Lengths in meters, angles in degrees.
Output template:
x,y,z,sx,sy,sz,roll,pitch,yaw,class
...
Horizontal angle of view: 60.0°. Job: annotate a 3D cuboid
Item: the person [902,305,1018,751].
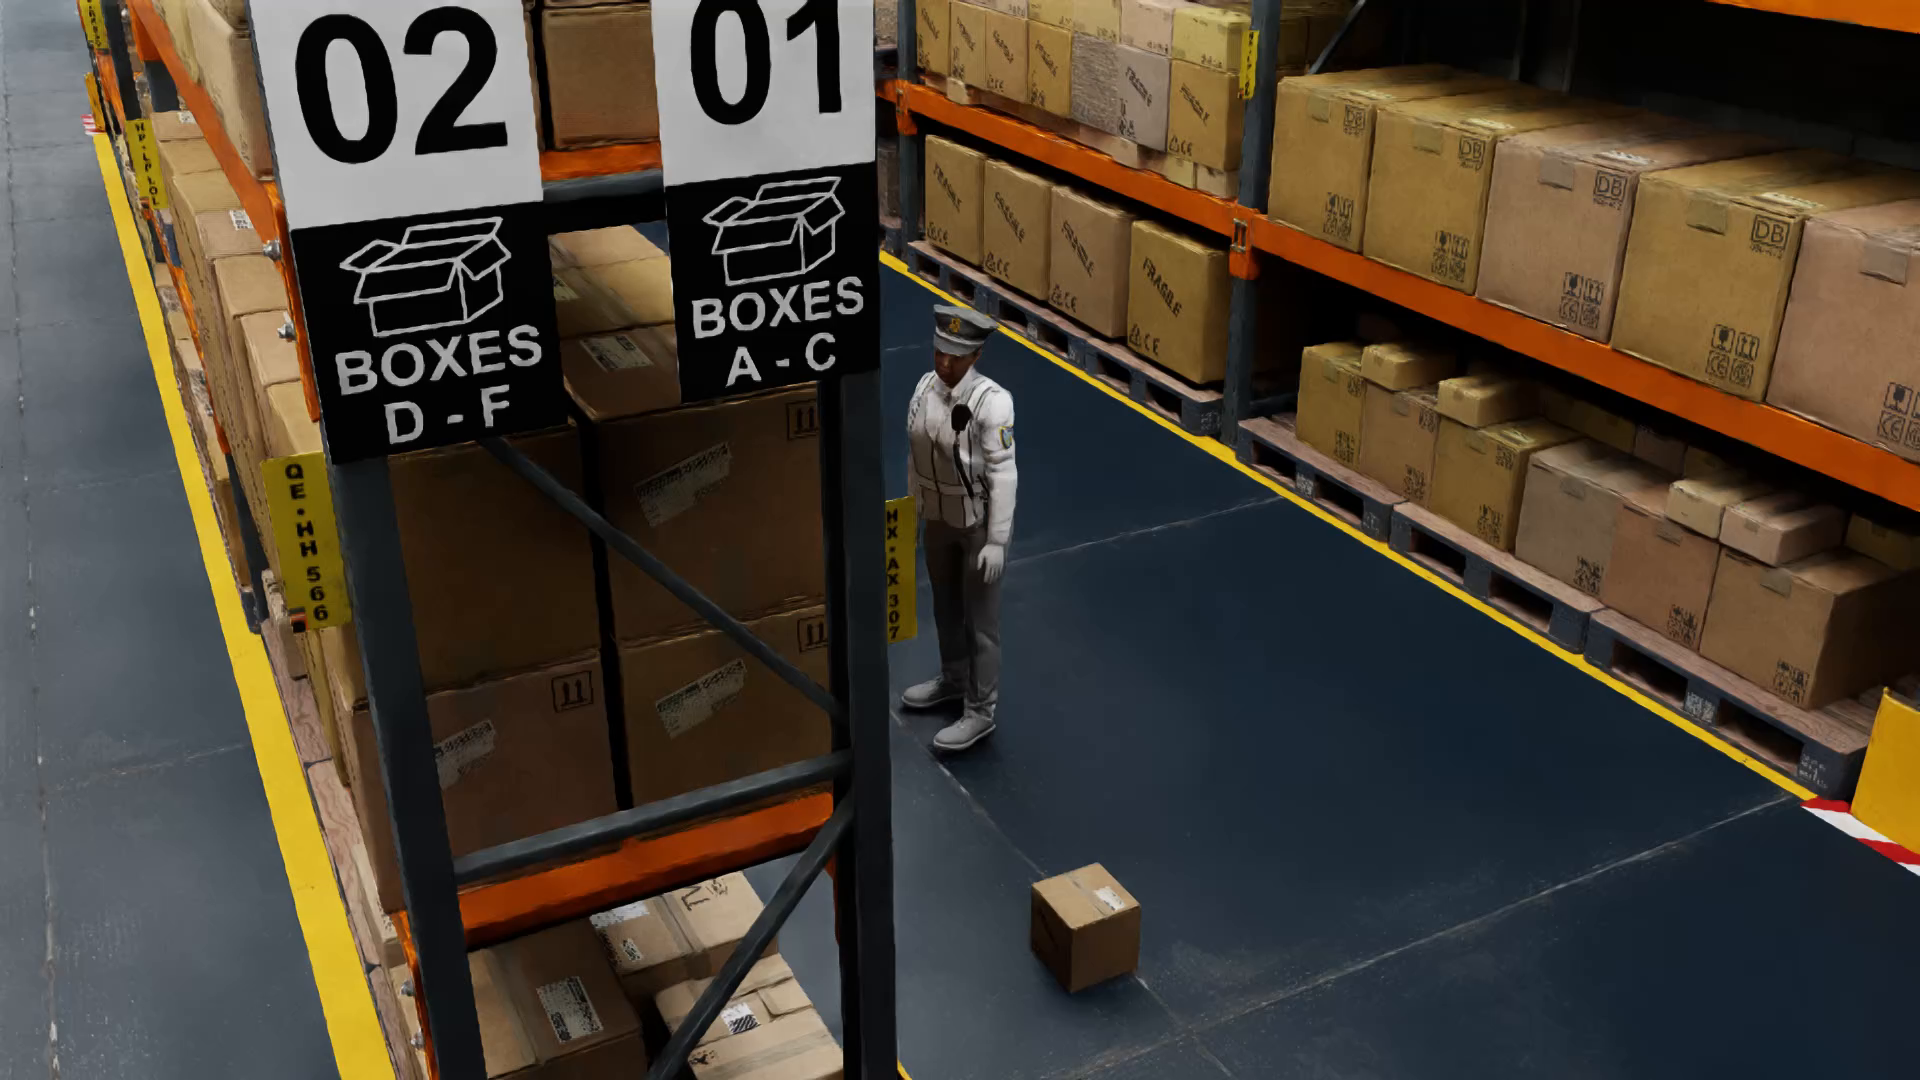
x,y,z,sx,sy,sz,roll,pitch,yaw,class
-0.030,-0.043,6.123,0.540,1.686,0.430,23,34,39,person
